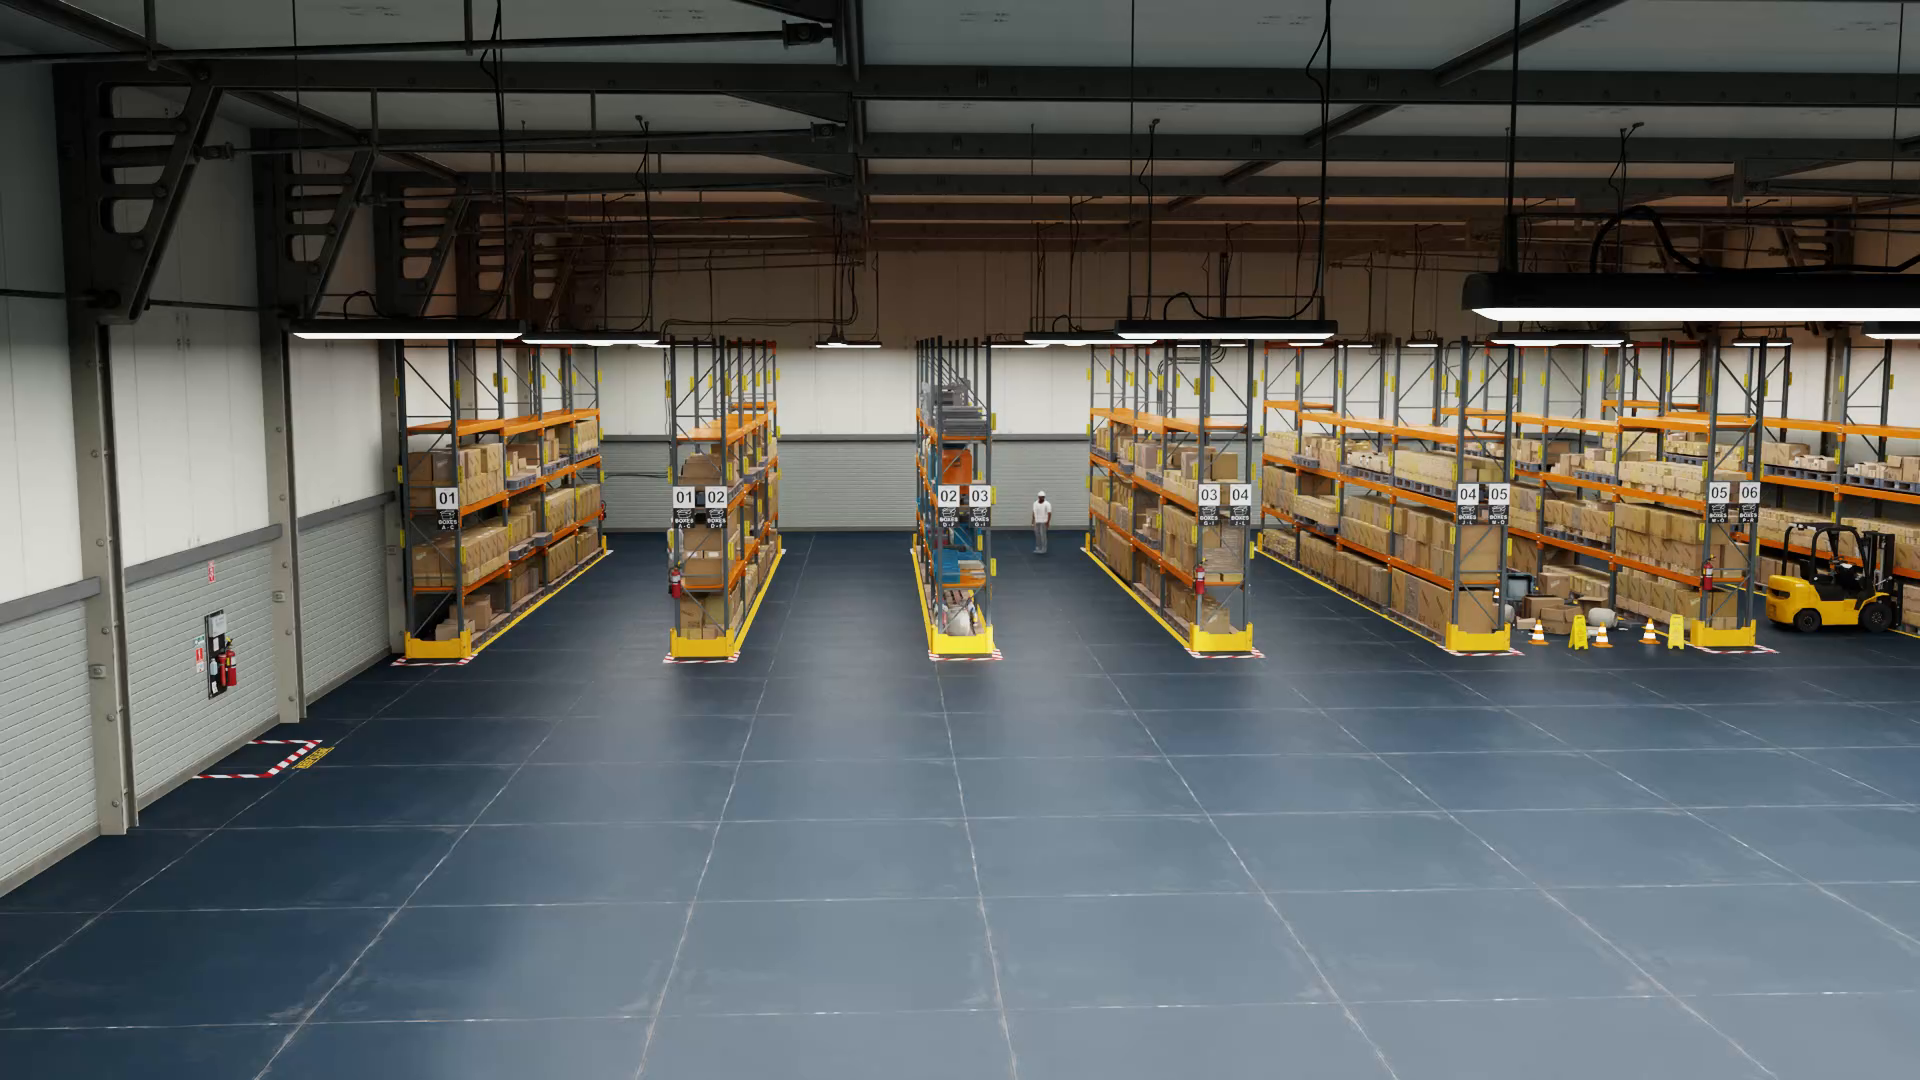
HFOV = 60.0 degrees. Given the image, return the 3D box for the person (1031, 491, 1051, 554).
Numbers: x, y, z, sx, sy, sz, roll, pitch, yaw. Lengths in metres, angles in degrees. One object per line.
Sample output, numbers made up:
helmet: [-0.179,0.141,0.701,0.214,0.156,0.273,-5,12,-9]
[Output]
person: [2.281,-0.493,47.161,0.385,1.806,0.611,-5,8,-36]

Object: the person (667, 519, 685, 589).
person: [-6.708,0.339,39.627,0.671,1.780,0.540,6,9,42]
